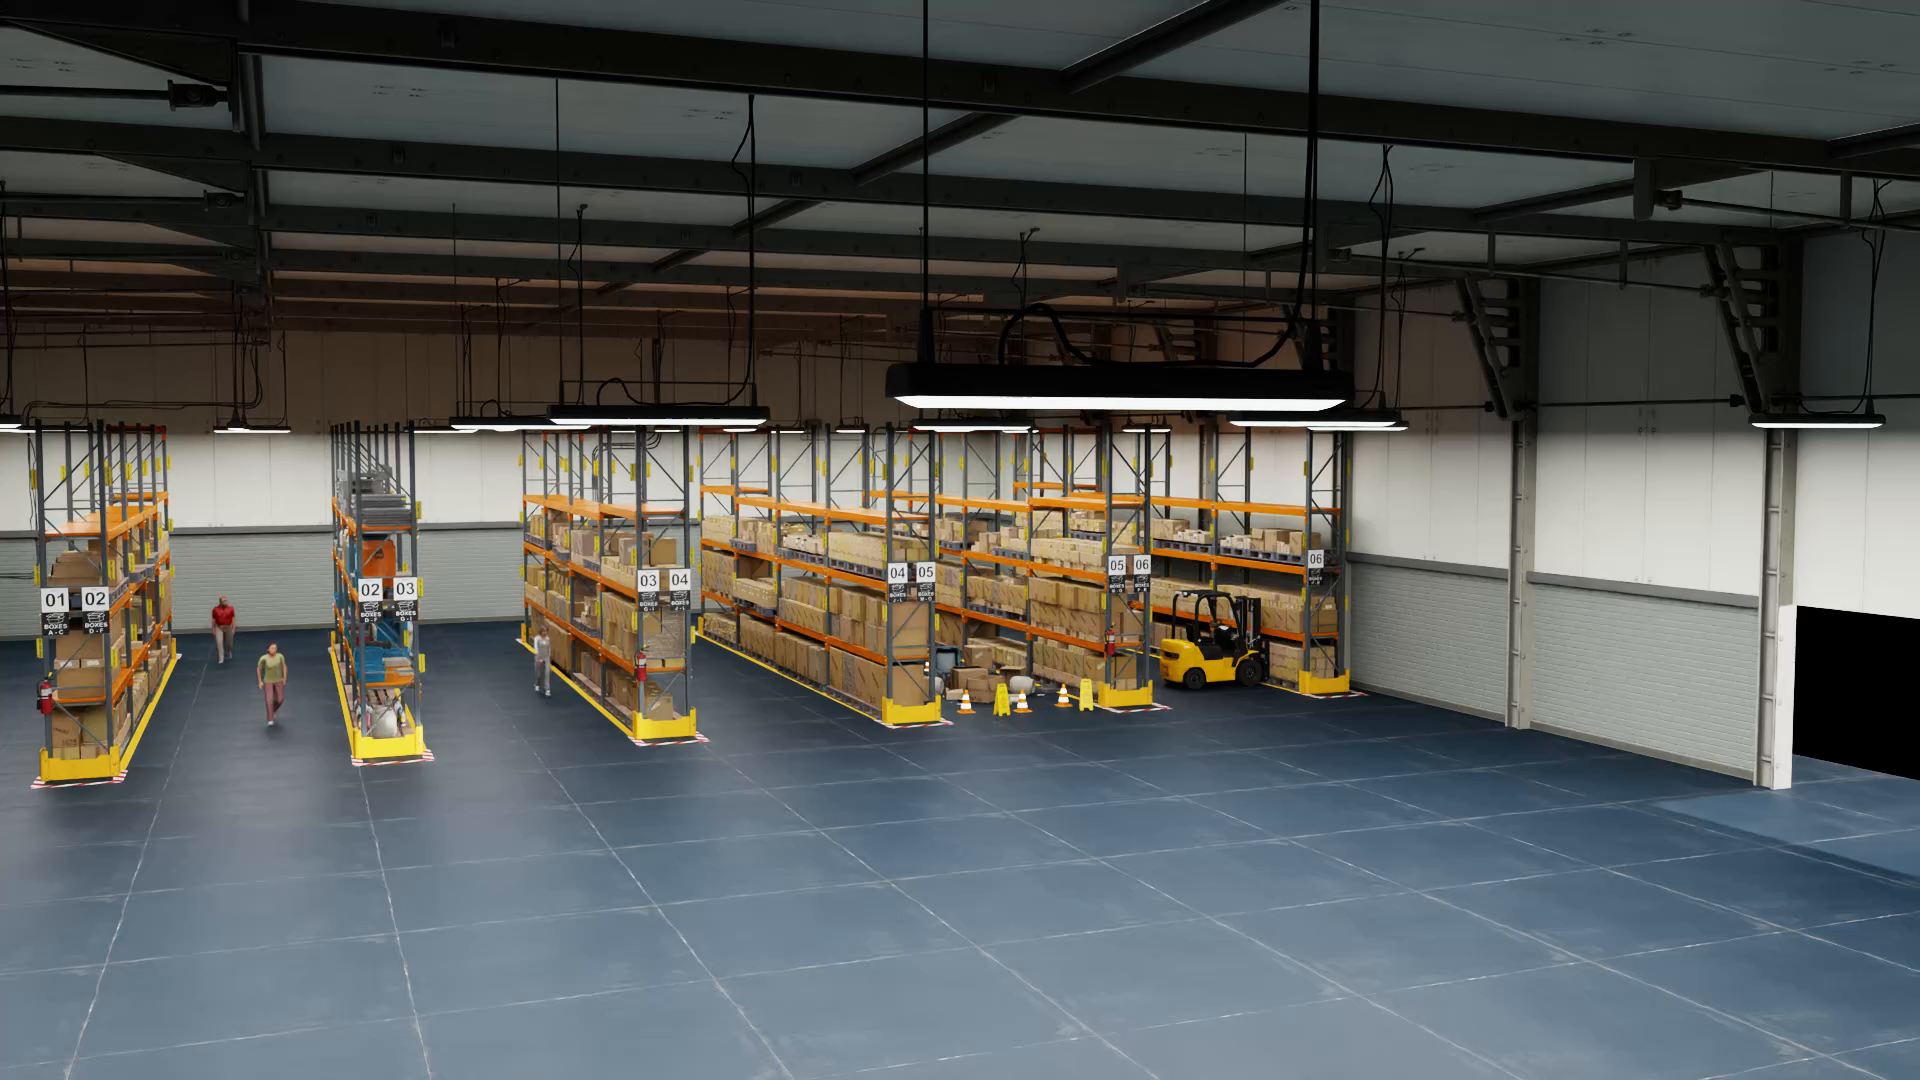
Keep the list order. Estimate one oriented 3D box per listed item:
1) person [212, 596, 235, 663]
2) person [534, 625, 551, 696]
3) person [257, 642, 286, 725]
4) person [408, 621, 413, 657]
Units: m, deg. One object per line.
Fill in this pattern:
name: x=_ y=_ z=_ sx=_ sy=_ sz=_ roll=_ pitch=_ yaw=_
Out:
person: x=-18.618 y=2.245 z=42.037 sx=0.542 sy=1.674 sz=0.971 roll=-2 pitch=4 yaw=-25
person: x=-9.213 y=2.654 z=36.784 sx=0.401 sy=1.510 sz=0.961 roll=-2 pitch=4 yaw=-29
person: x=-13.725 y=2.836 z=33.153 sx=0.545 sy=1.654 sz=0.600 roll=-3 pitch=4 yaw=-35
person: x=-14.407 y=2.159 z=42.957 sx=0.574 sy=1.797 sz=0.596 roll=1 pitch=4 yaw=18
